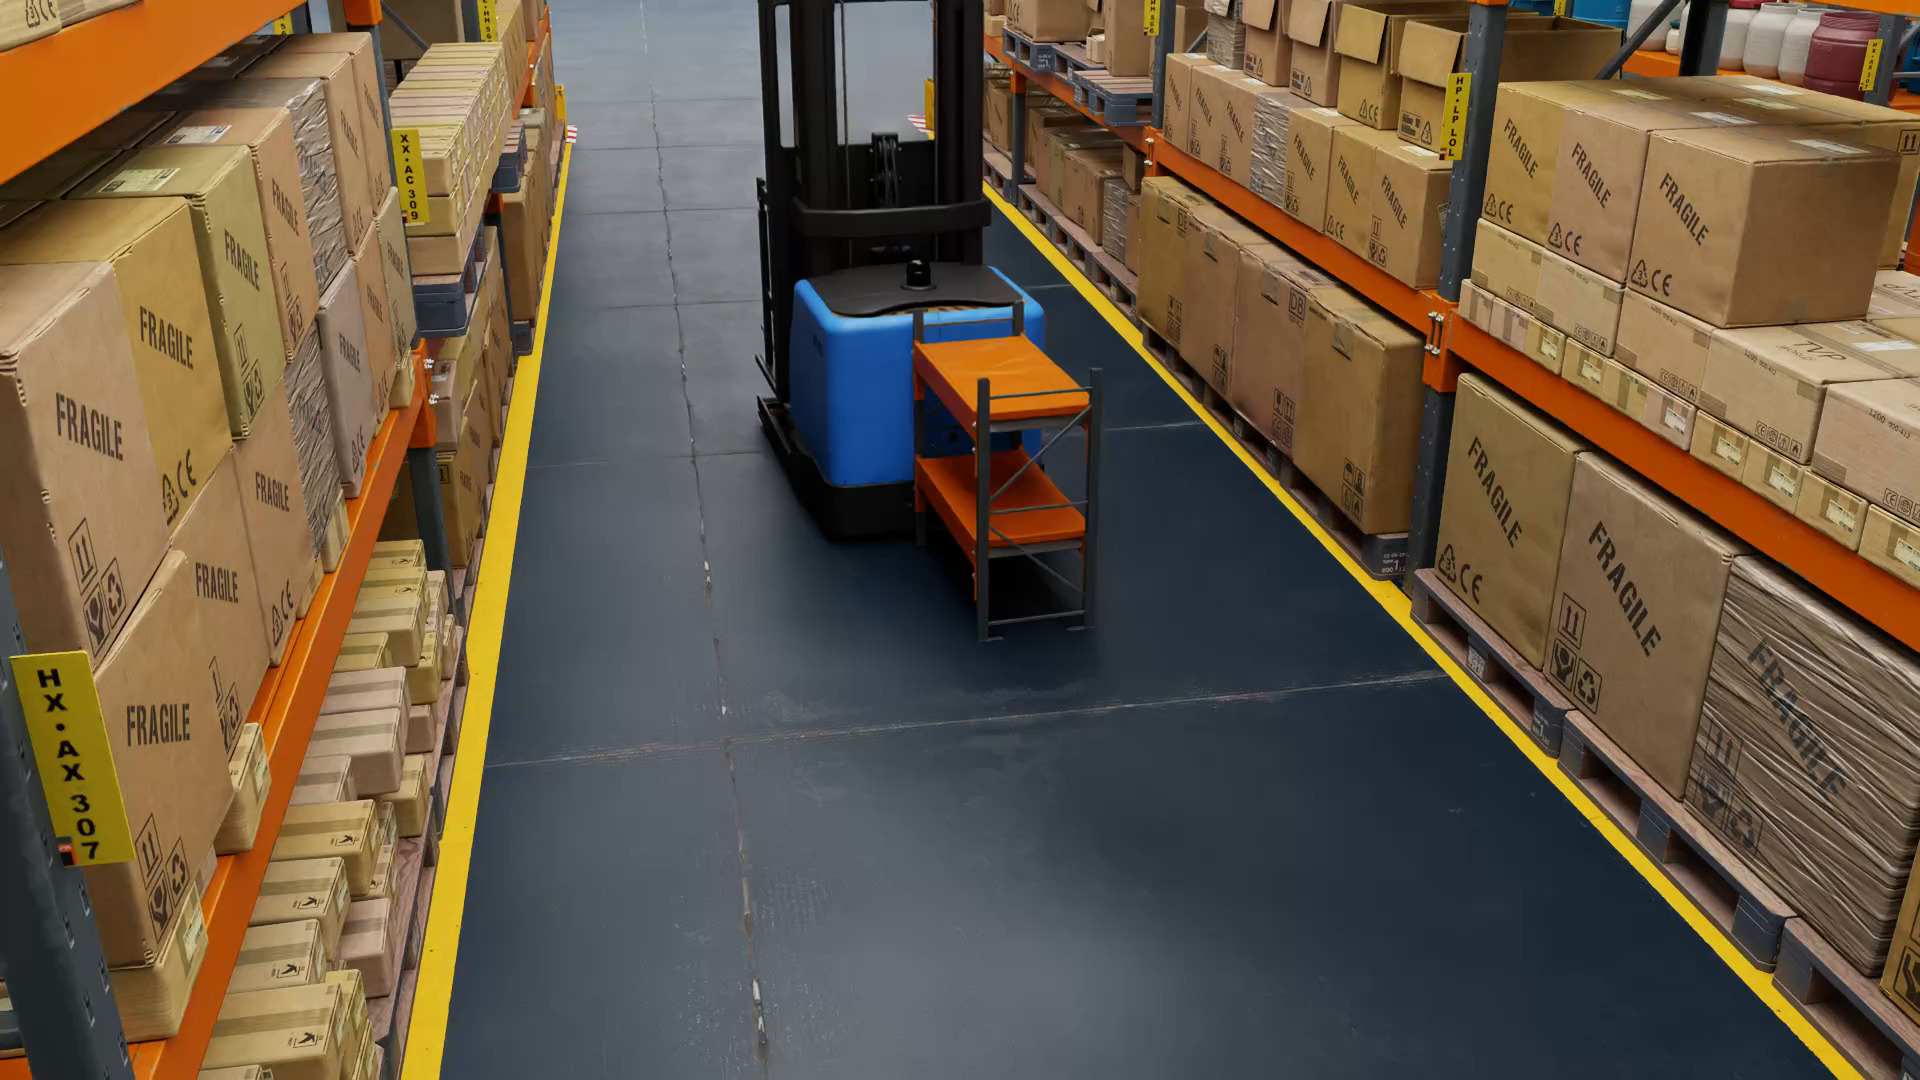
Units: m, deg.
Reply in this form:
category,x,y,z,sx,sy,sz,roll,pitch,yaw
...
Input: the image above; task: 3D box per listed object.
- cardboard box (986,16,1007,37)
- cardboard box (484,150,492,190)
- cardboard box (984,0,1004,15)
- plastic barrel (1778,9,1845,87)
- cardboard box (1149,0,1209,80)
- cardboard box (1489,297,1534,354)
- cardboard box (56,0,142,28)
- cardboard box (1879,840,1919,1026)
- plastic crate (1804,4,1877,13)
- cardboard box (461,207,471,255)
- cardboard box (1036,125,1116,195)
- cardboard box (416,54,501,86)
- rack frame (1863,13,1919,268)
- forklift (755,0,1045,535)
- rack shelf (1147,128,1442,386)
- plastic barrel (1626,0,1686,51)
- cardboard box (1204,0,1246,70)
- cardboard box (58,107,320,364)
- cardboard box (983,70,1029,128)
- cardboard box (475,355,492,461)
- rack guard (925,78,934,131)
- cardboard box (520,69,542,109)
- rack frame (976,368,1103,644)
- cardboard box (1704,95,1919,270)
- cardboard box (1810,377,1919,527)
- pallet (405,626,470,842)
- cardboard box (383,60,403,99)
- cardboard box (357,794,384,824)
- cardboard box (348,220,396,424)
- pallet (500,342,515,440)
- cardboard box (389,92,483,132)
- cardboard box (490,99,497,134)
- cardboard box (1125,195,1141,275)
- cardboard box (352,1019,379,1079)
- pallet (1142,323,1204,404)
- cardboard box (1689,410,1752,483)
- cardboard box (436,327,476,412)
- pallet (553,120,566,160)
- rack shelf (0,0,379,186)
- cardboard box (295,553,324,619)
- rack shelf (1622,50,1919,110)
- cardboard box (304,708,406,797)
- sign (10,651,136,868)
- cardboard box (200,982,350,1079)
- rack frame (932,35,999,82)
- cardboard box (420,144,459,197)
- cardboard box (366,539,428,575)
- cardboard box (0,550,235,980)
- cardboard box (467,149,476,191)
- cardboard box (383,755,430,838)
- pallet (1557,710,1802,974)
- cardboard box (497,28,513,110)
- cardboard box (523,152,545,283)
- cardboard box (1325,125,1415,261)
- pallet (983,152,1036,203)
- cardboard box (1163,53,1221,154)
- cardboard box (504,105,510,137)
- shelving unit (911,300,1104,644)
category,x,y,z,sx,sy,sz,roll,pitch,yaw
cardboard box,0.438,-4.551,14.737,0.380,0.149,0.250,-4,24,-10
cardboard box,-2.378,-1.717,7.722,0.380,0.149,0.250,-5,24,-12
cardboard box,0.675,-5.064,15.101,0.875,0.500,0.500,-4,24,-10
plastic barrel,6.154,-3.545,11.980,0.421,0.512,0.421,0,24,0
cardboard box,1.547,-3.186,10.648,0.500,0.500,0.500,-7,25,-16
cardboard box,2.202,-0.806,6.161,0.380,0.149,0.250,-5,24,-12
cardboard box,-1.652,-0.973,2.671,0.500,0.250,0.500,-4,24,-8
cardboard box,2.969,0.944,3.972,0.875,0.875,0.875,-4,24,-10
plastic crate,6.556,-3.793,12.606,0.402,0.464,0.583,-4,24,-10
cardboard box,-2.145,-1.213,6.568,0.380,0.149,0.250,-4,24,-9
cardboard box,1.039,-3.125,13.731,0.700,0.500,0.500,-6,24,-14
cardboard box,-2.573,-2.400,8.544,0.380,0.149,0.250,-4,24,-8
rack frame,6.554,-3.105,11.112,1.000,3.000,0.127,-4,24,-10
forklift,-0.488,-1.927,8.501,1.130,2.935,3.031,-6,24,-14
rack shelf,2.056,-1.622,8.615,1.077,0.370,4.000,-4,24,-10
plastic barrel,5.775,-4.348,13.788,0.433,0.535,0.433,0,24,0
cardboard box,1.805,-2.955,9.391,0.797,0.503,0.637,-3,24,-8
cardboard box,-1.821,-0.706,3.872,0.500,0.500,0.500,-5,24,-11
cardboard box,0.450,-4.453,16.796,0.500,0.500,0.500,2,24,4
cardboard box,-2.553,-0.608,7.993,0.500,0.500,0.500,-4,24,-9
rack guard,0.221,-4.710,17.909,1.175,0.500,0.348,-4,24,-10
cardboard box,-3.994,-3.456,14.045,0.875,0.875,0.875,-4,24,-9
rack frame,0.311,-0.124,6.629,0.500,1.125,0.032,-6,24,-14
cardboard box,2.862,-1.218,5.670,0.500,0.500,0.500,-4,24,-9
cardboard box,2.628,-0.230,4.345,0.500,0.250,0.500,-5,24,-12
pallet,-2.308,0.702,5.880,1.003,0.211,1.213,-4,24,-10
cardboard box,-3.554,-2.614,9.863,0.500,0.500,0.500,-4,24,-10
cardboard box,-1.921,0.761,4.925,0.380,0.149,0.250,-5,24,-12
cardboard box,-2.005,-0.646,4.986,0.500,0.500,0.500,-5,24,-11
pallet,-3.064,-0.826,9.377,1.003,0.211,1.213,-4,24,-10
cardboard box,-2.328,-1.885,7.365,0.380,0.149,0.250,-3,24,-8
cardboard box,-2.476,-2.060,8.135,0.380,0.149,0.250,-4,24,-10
cardboard box,1.543,-2.057,11.285,0.700,0.500,0.500,-6,24,-13
cardboard box,-1.631,1.317,4.024,0.380,0.149,0.250,-4,24,-9
pallet,1.758,-1.145,10.108,1.003,0.211,1.213,-4,24,-10
cardboard box,2.443,-0.296,4.994,0.380,0.149,0.250,-5,24,-11
cardboard box,-2.445,-0.748,7.376,0.500,0.250,0.500,-4,24,-8
pallet,-4.462,-3.971,16.579,1.003,0.211,1.213,-4,24,-10
rack shelf,-2.097,-1.096,3.663,1.077,0.370,4.000,-4,24,-10
cardboard box,-1.804,0.089,4.112,0.380,0.149,0.250,-3,24,-8
rack shelf,6.184,-3.562,13.057,1.077,0.370,4.000,-4,24,-10
cardboard box,-1.832,0.632,4.850,0.380,0.149,0.250,-5,24,-12
sign,-1.194,0.299,2.237,0.100,0.325,0.005,-4,24,-10
cardboard box,-1.580,1.138,3.692,0.380,0.149,0.250,-4,24,-10
rack frame,0.207,-5.885,17.477,1.000,3.000,0.127,-4,24,-10
cardboard box,-2.088,-1.377,6.201,0.380,0.149,0.250,-3,24,-7
cardboard box,-2.146,0.124,6.012,0.380,0.149,0.250,-4,24,-8
cardboard box,-1.539,0.356,2.690,0.500,0.500,0.500,-3,24,-7
cardboard box,-2.235,-1.546,6.960,0.380,0.149,0.250,-5,24,-12
cardboard box,-1.868,0.812,5.180,0.380,0.149,0.250,-4,24,-10
pallet,2.719,0.898,5.429,1.003,0.211,1.213,-4,24,-10
cardboard box,-3.214,-3.052,10.865,0.500,0.500,0.500,-4,24,-10
cardboard box,-3.396,-2.163,11.240,1.050,0.750,0.750,-4,24,-9
cardboard box,1.986,-1.570,7.472,0.500,0.500,0.500,-4,24,-8
pallet,0.788,-3.296,15.032,1.003,0.211,1.213,-4,24,-10
cardboard box,1.509,-2.573,9.769,0.500,0.500,0.500,-4,24,-8
cardboard box,-2.620,-2.231,8.899,0.380,0.149,0.250,-4,24,-10
shelving unit,0.175,-0.320,7.078,0.538,1.125,1.048,-6,24,-14
